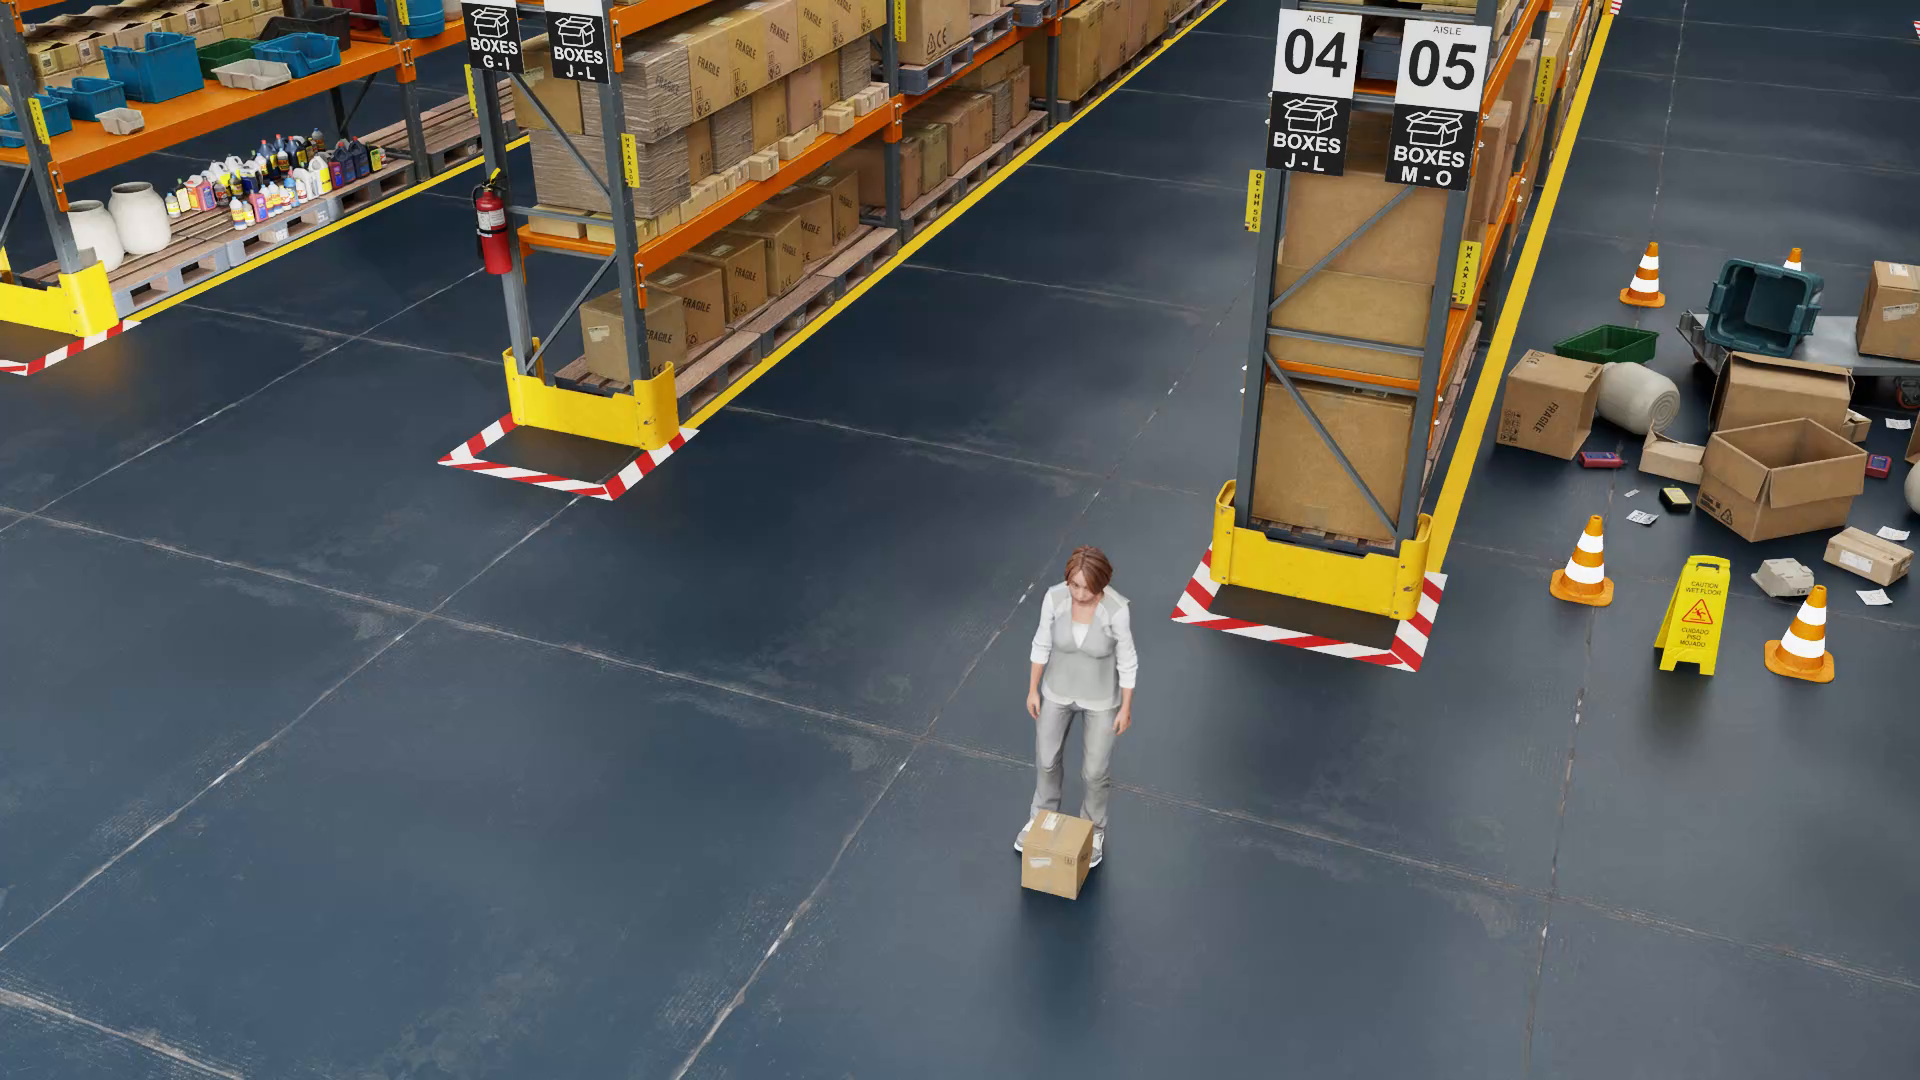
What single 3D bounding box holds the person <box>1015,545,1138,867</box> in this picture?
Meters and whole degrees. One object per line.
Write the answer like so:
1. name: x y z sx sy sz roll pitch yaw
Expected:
1. person: 0.516 0.699 7.198 0.485 1.582 0.342 10 31 16
